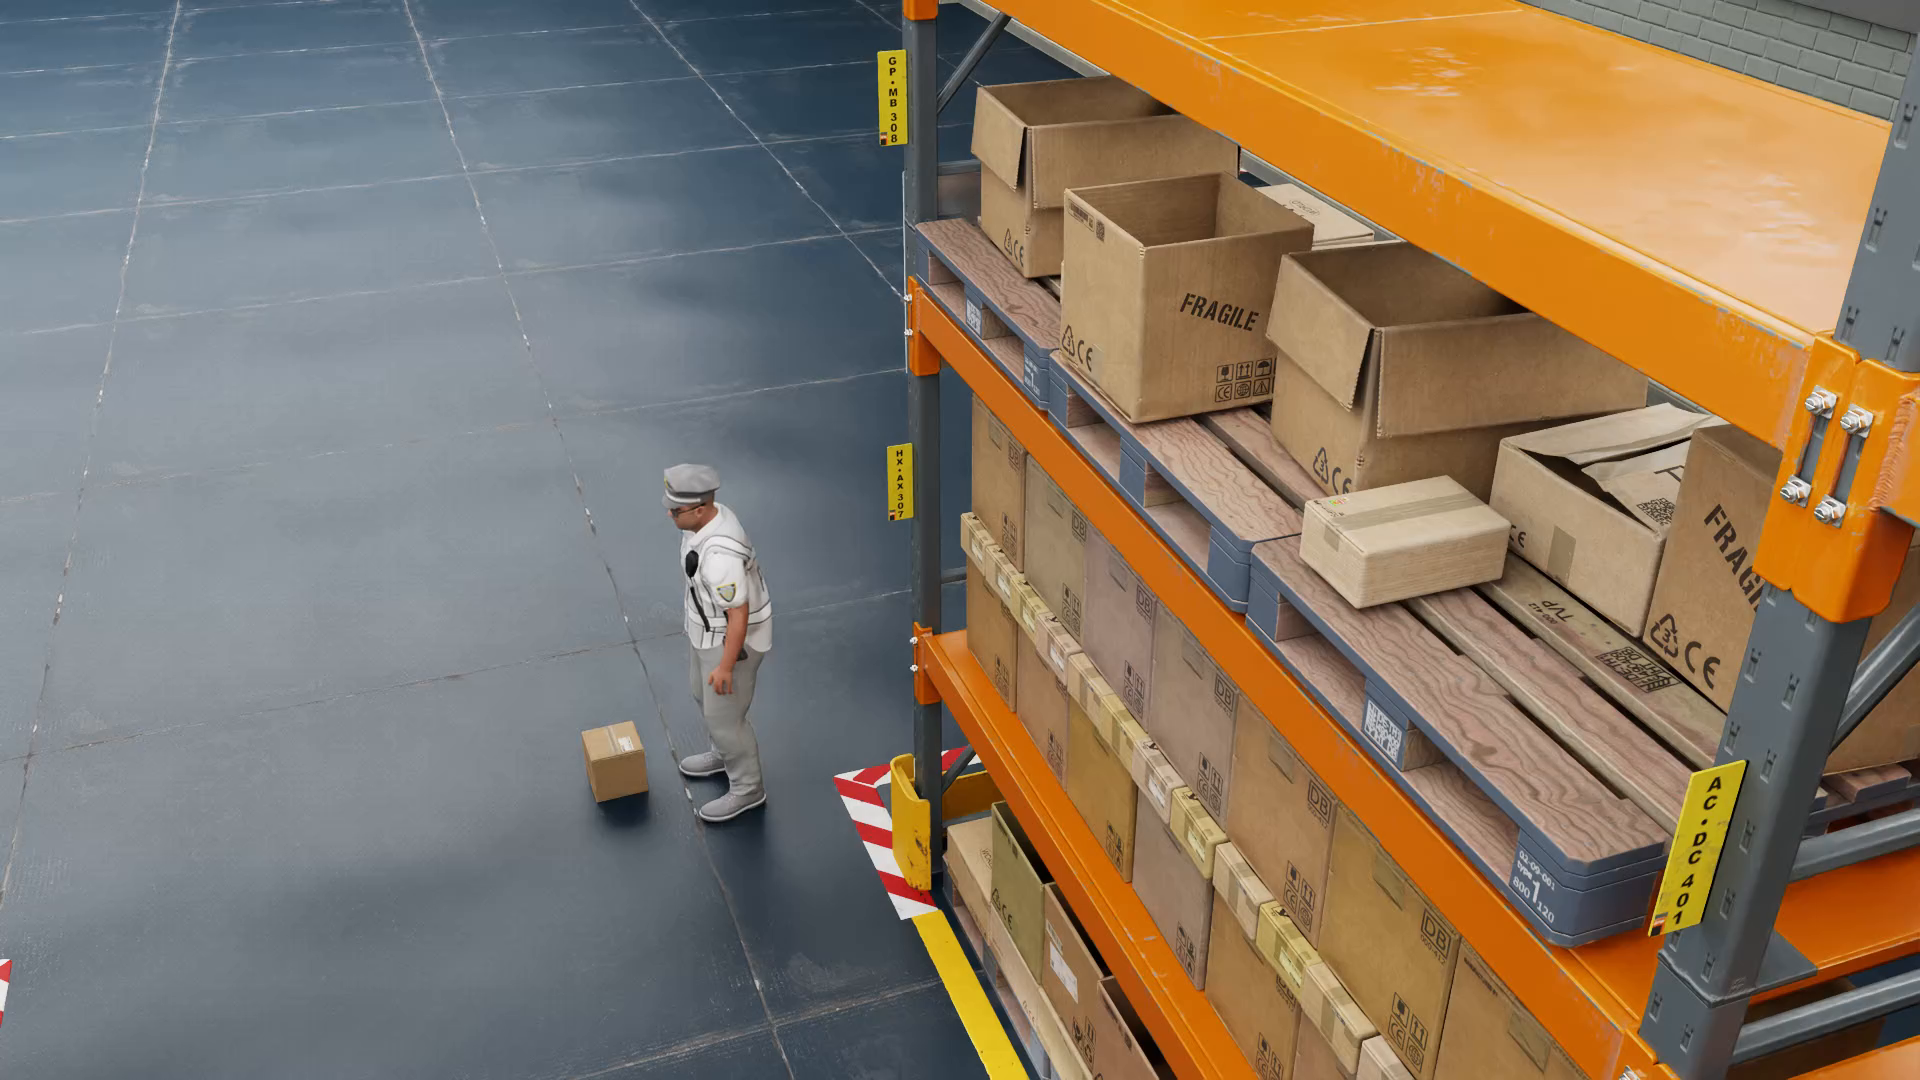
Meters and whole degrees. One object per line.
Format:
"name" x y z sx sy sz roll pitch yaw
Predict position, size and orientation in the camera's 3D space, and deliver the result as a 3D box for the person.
"person" -1.081 0.444 7.556 0.438 1.749 0.585 -10 31 -17
